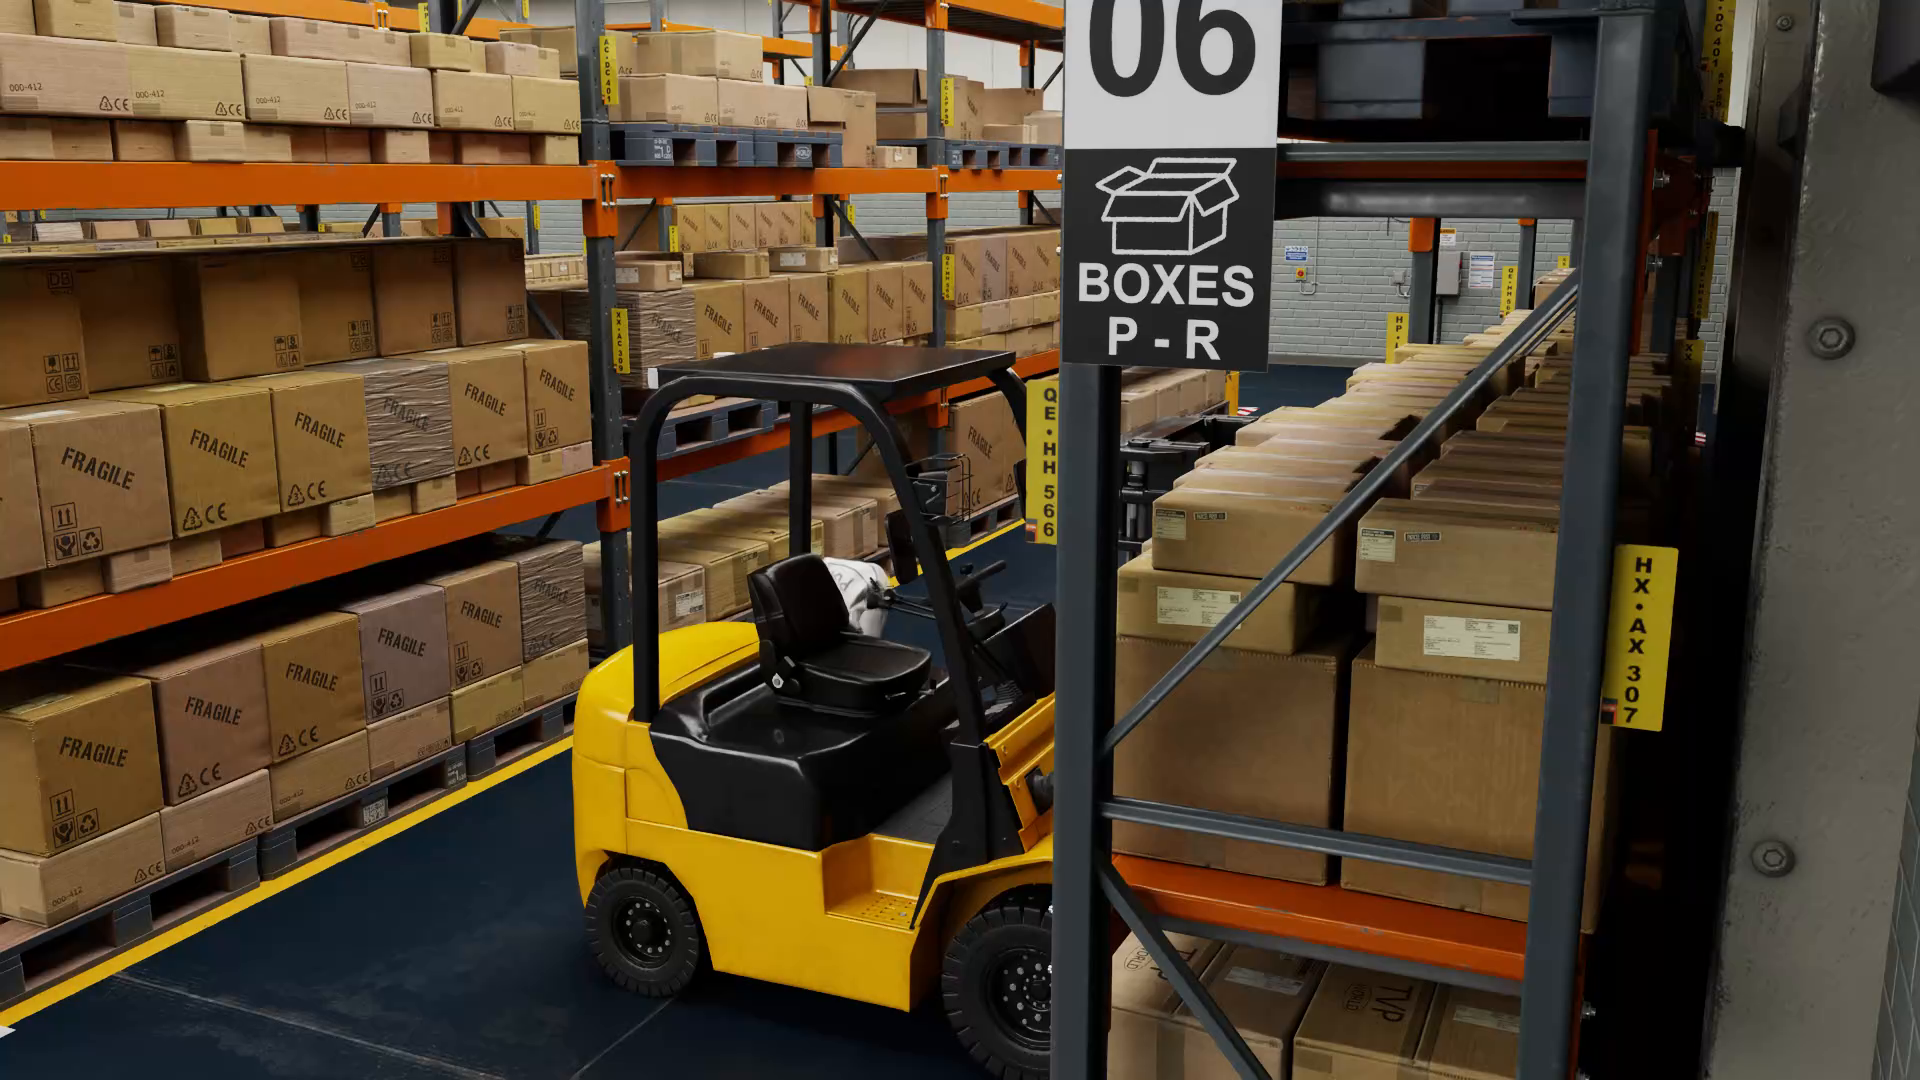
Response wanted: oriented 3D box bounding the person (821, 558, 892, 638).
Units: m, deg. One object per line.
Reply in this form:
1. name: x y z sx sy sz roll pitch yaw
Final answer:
1. person: -0.666 0.569 8.255 0.502 0.875 0.937 5 13 21
